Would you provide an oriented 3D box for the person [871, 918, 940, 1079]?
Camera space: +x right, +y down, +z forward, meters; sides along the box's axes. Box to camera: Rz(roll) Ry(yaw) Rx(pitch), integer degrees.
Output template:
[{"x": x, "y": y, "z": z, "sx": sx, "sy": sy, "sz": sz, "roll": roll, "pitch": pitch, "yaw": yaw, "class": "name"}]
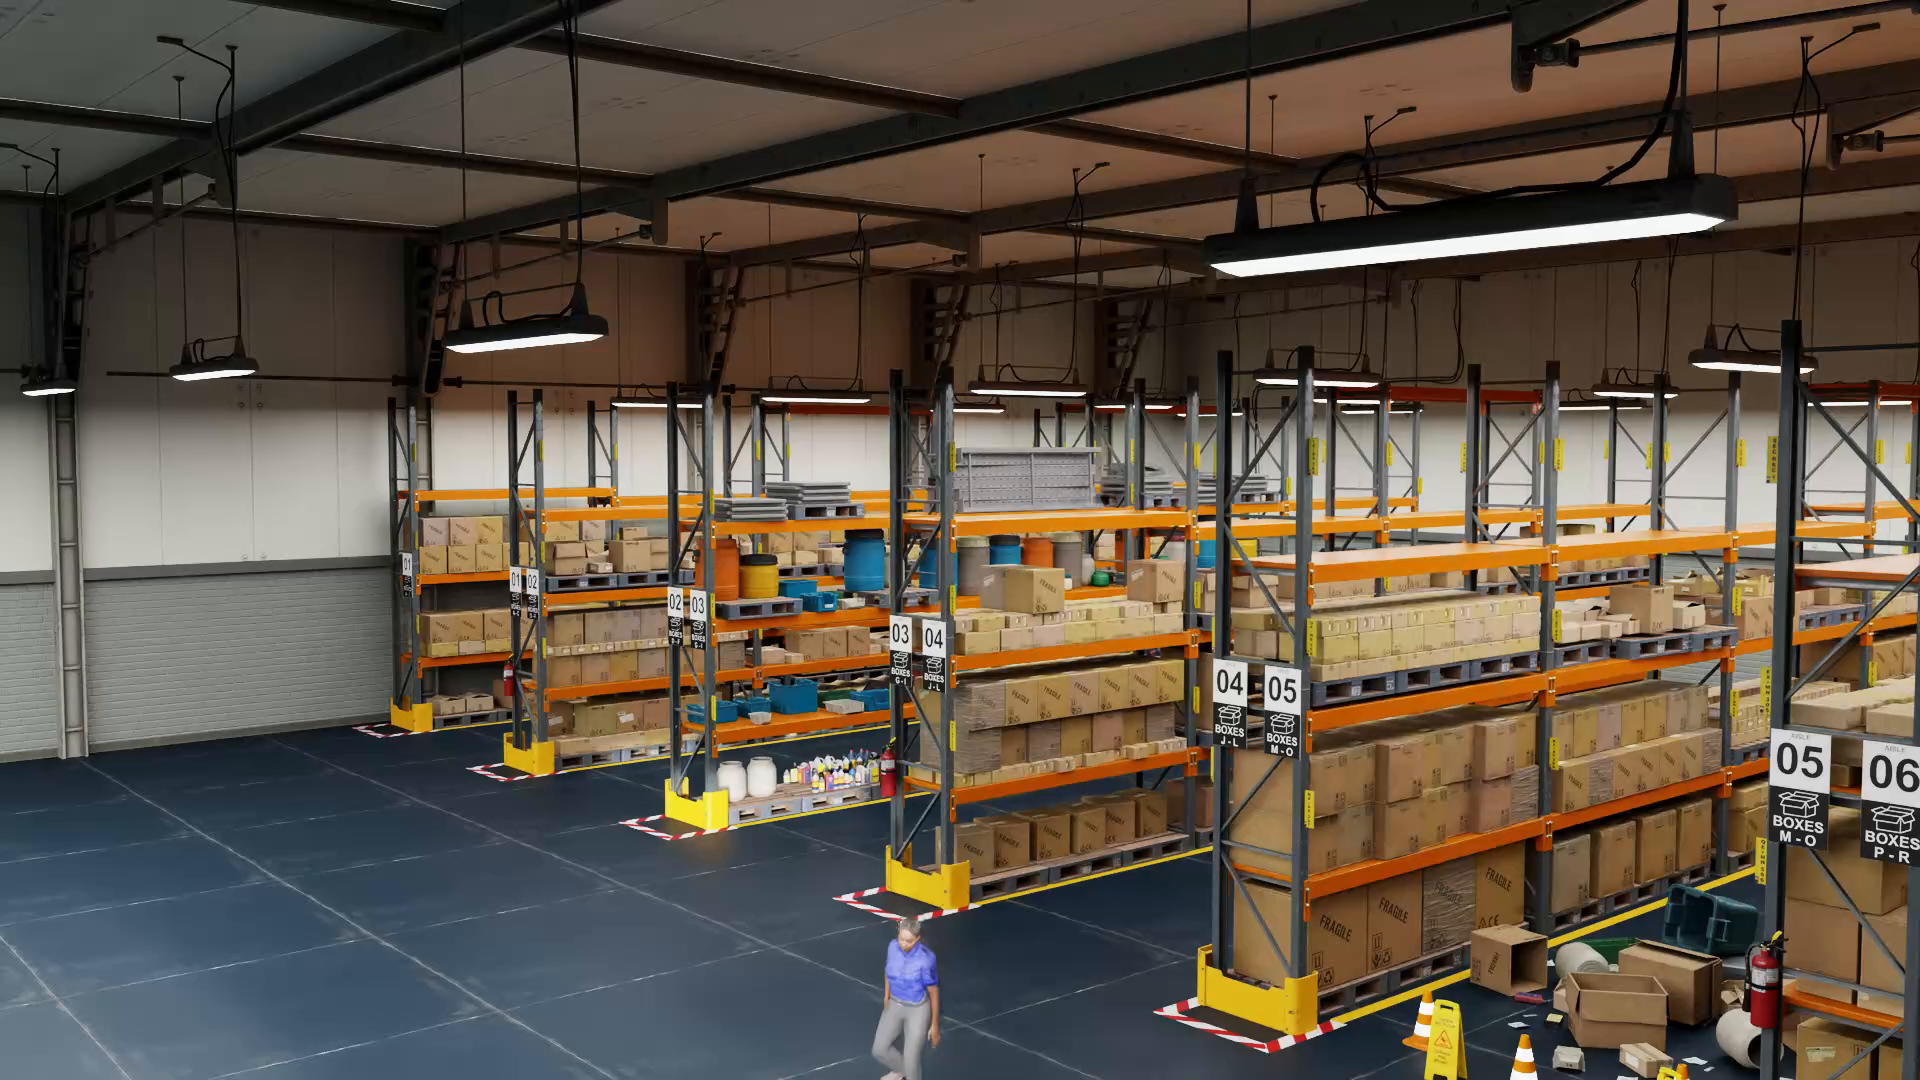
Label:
[{"x": -0.386, "y": 3.642, "z": 12.838, "sx": 0.730, "sy": 1.533, "sz": 0.616, "roll": 2, "pitch": 4, "yaw": 30, "class": "person"}]
